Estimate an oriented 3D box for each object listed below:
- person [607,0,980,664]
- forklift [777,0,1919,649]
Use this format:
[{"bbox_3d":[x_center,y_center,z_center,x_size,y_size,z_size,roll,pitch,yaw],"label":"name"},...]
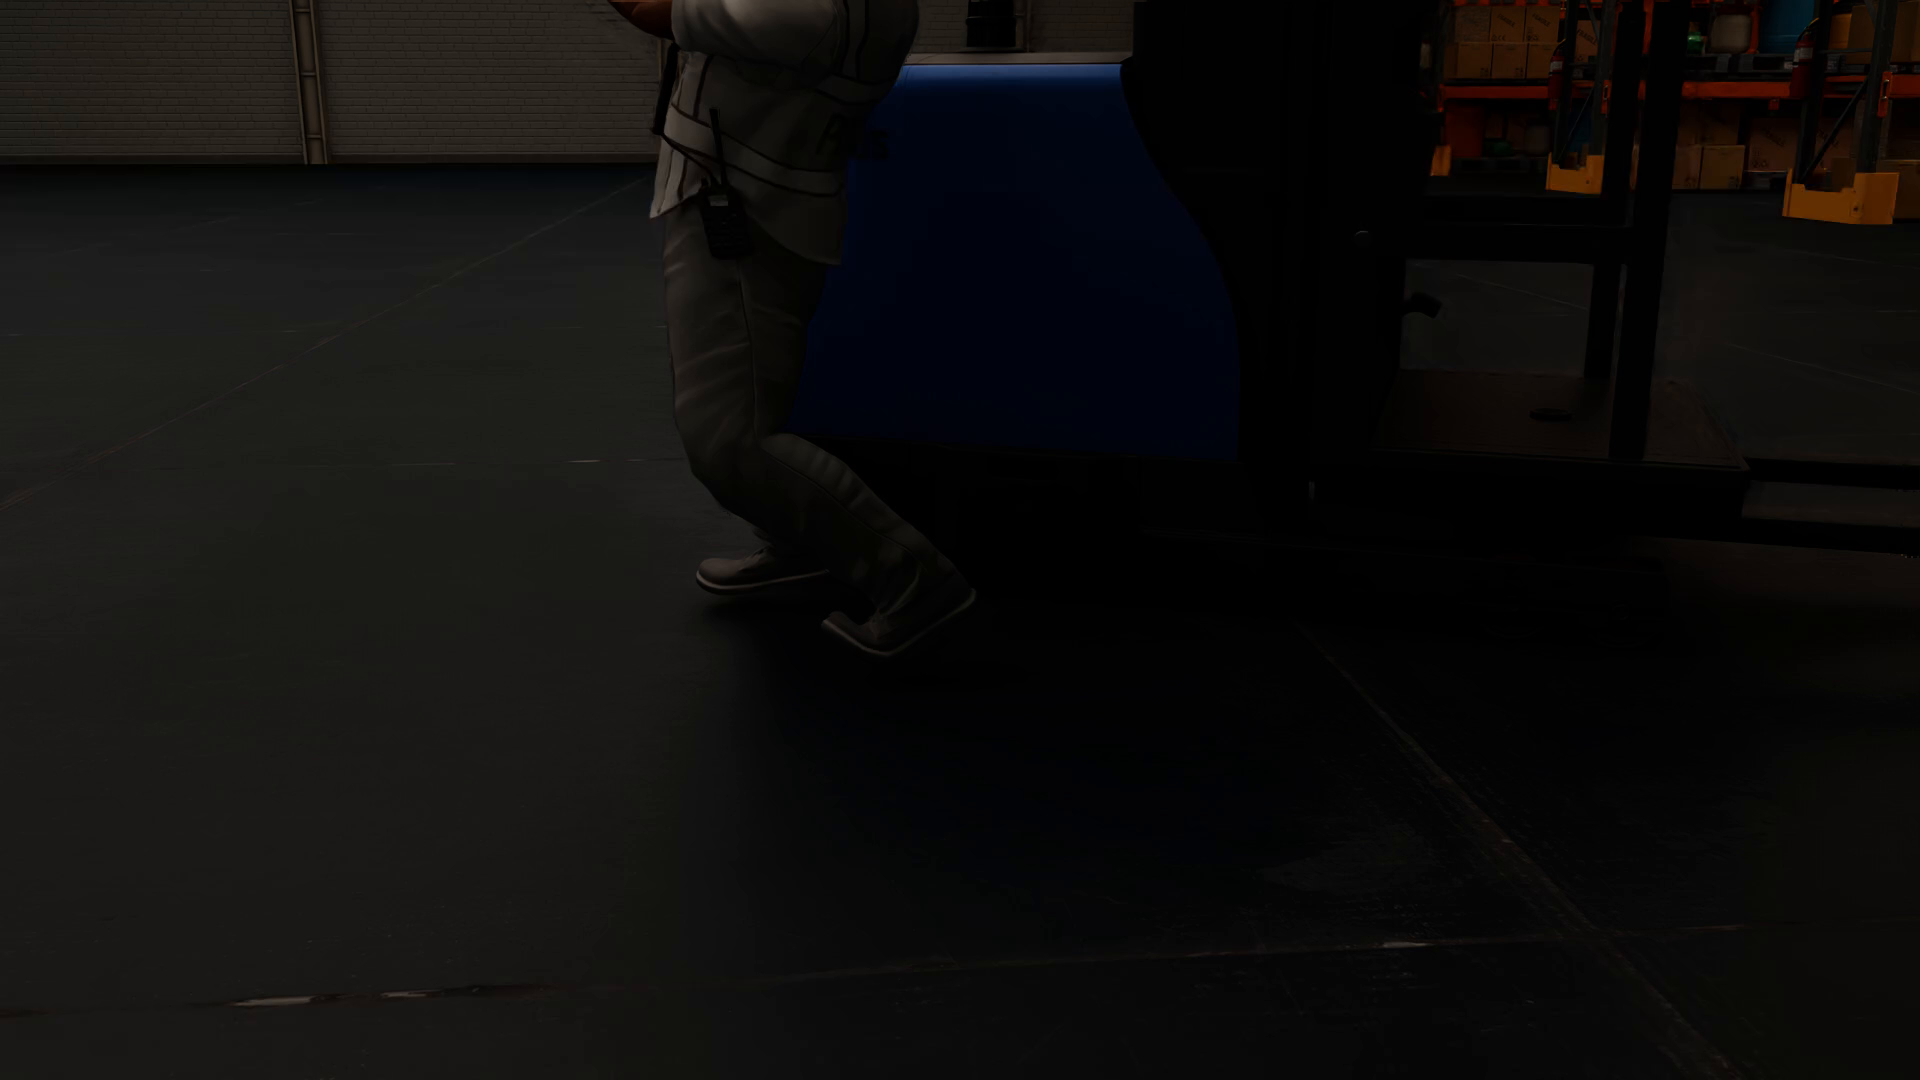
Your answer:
[{"bbox_3d":[-0.377,-0.567,3.170,0.765,1.447,0.943,-1,15,-2],"label":"person"},{"bbox_3d":[1.135,-1.362,3.350,3.031,2.935,1.130,5,15,17],"label":"forklift"}]
